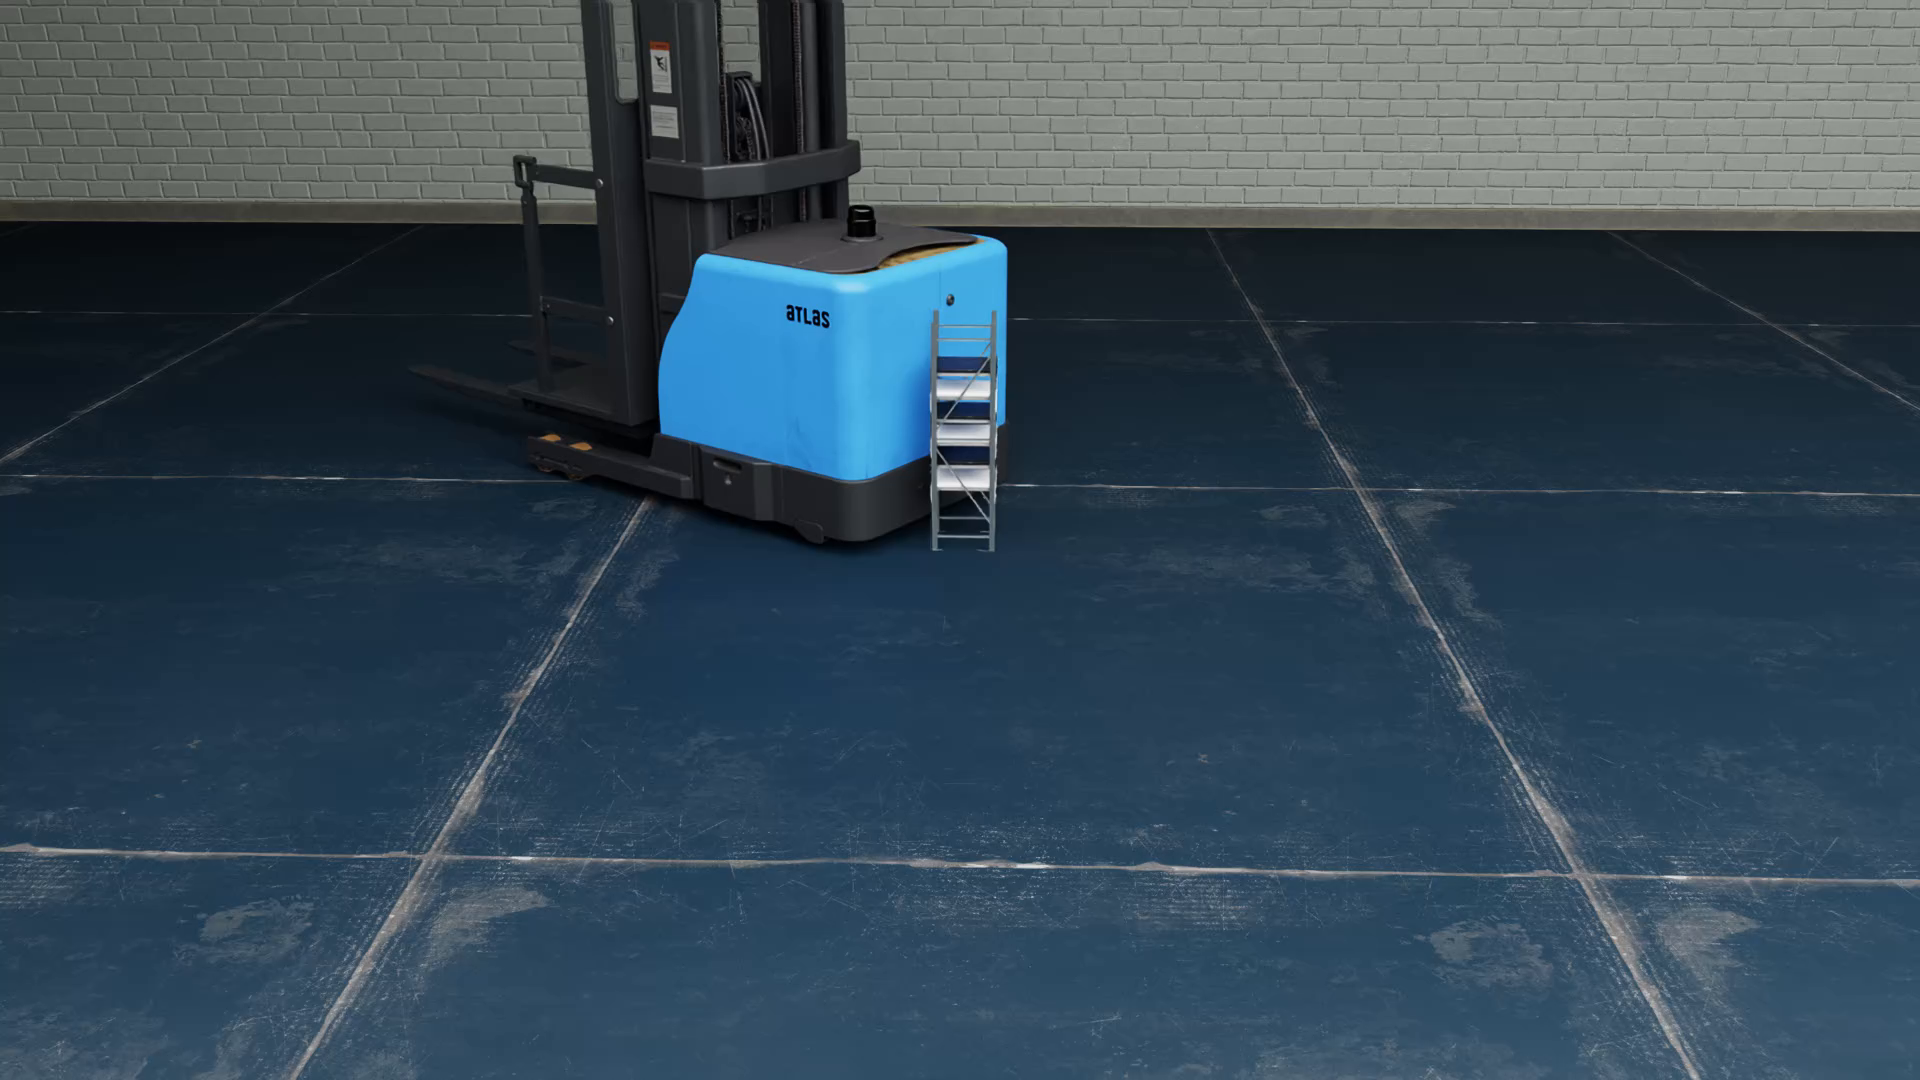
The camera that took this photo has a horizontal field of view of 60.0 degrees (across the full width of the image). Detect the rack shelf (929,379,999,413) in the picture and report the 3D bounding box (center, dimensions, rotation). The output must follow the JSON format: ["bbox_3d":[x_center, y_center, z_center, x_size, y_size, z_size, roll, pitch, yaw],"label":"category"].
[{"bbox_3d":[0.016,-0.549,6.294,0.258,0.077,0.200,1,21,2],"label":"rack shelf"}]

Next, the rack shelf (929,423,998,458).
[{"bbox_3d":[0.016,-0.381,6.359,0.258,0.077,0.200,1,21,2],"label":"rack shelf"}]

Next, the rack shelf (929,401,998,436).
[{"bbox_3d":[0.016,-0.465,6.327,0.258,0.077,0.200,1,21,2],"label":"rack shelf"}]

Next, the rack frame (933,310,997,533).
[{"bbox_3d":[0.019,-0.449,6.442,0.240,0.900,0.006,1,21,2],"label":"rack frame"}]

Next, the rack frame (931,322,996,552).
[{"bbox_3d":[0.012,-0.375,6.253,0.240,0.900,0.006,1,21,2],"label":"rack frame"}]

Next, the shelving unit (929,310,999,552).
[{"bbox_3d":[0.016,-0.412,6.347,0.258,0.900,0.210,1,21,2],"label":"shelving unit"}]

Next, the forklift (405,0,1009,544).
[{"bbox_3d":[-1.278,-1.757,7.006,3.031,2.935,1.130,15,26,34],"label":"forklift"}]

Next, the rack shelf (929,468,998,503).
[{"bbox_3d":[0.016,-0.213,6.424,0.258,0.077,0.200,1,21,2],"label":"rack shelf"}]

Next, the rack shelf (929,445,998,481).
[{"bbox_3d":[0.016,-0.297,6.392,0.258,0.077,0.200,1,21,2],"label":"rack shelf"}]

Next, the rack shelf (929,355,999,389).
[{"bbox_3d":[0.016,-0.633,6.262,0.258,0.077,0.200,1,21,2],"label":"rack shelf"}]
